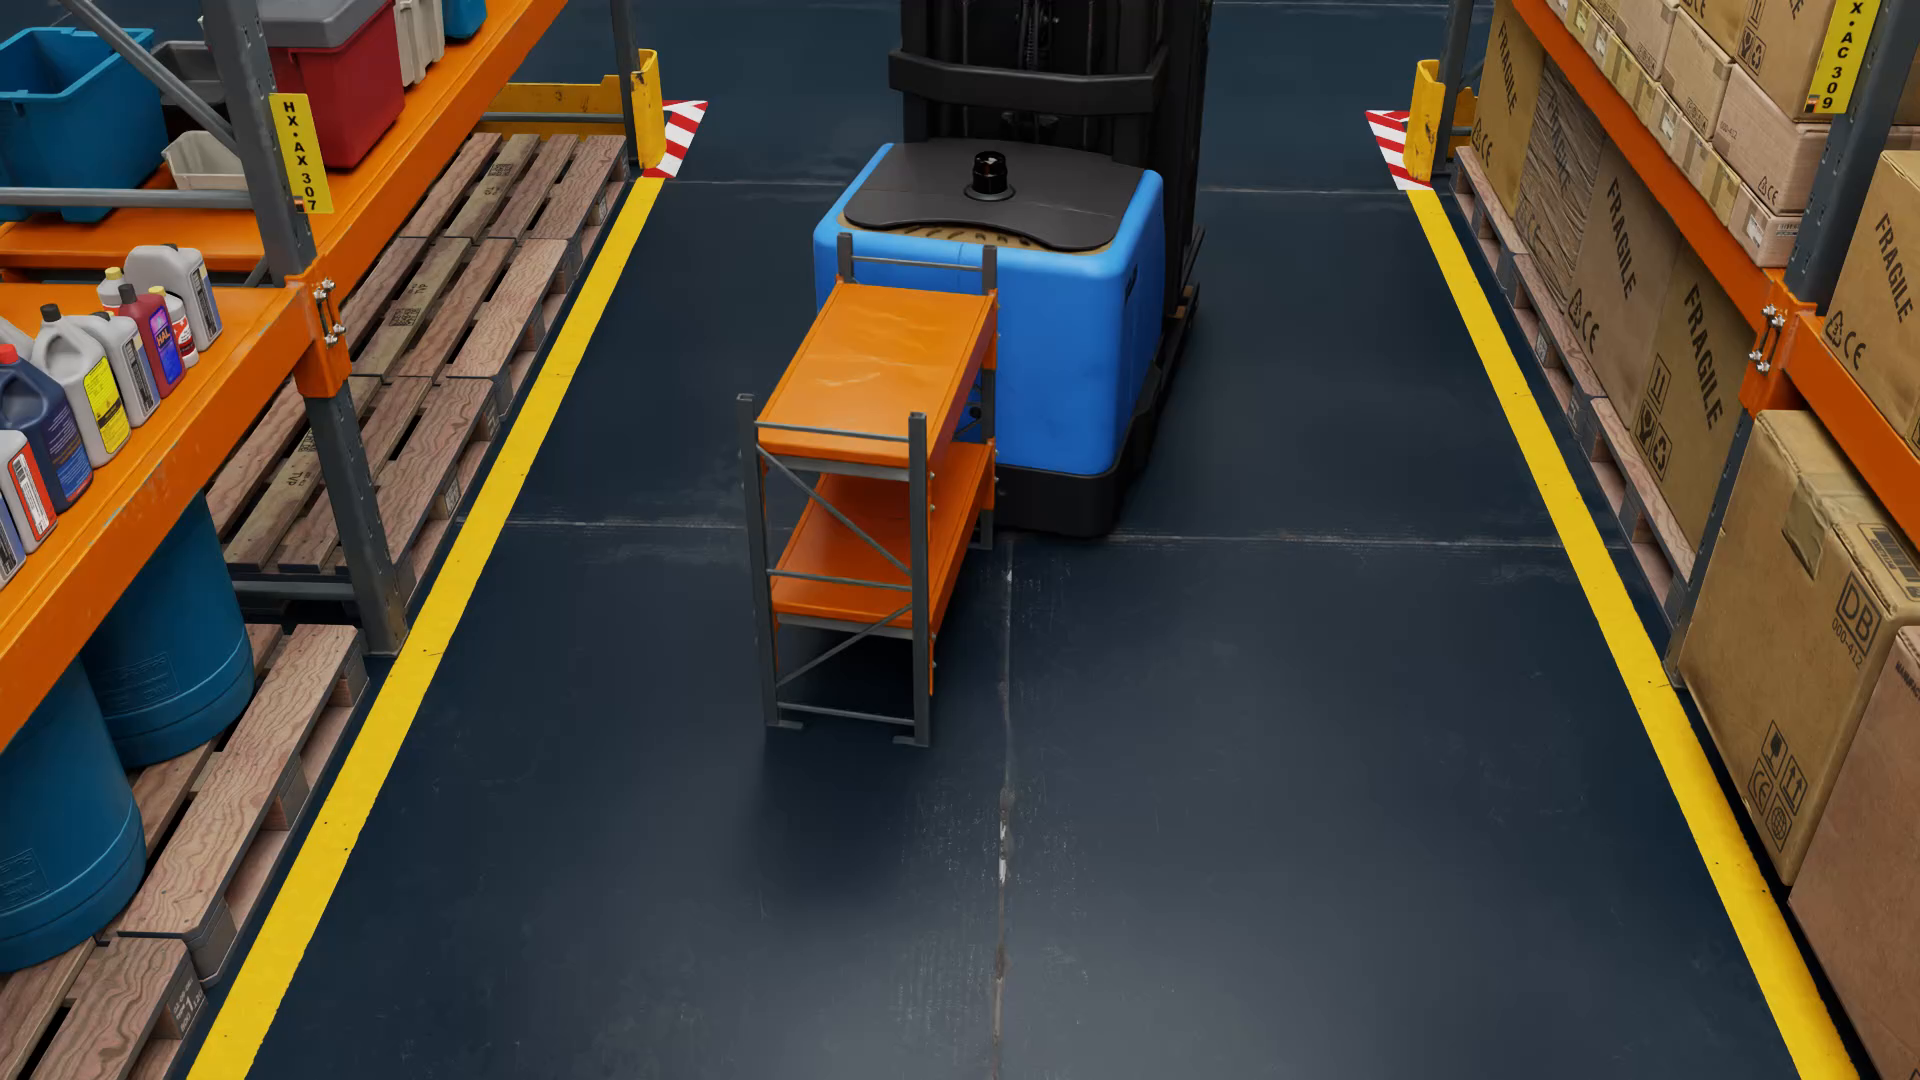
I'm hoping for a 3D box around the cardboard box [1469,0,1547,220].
[{"bbox_3d":[2.901,-2.020,7.498,0.875,0.875,0.875,1,35,2],"label":"cardboard box"}]

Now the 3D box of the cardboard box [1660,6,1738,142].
[{"bbox_3d":[2.460,-1.406,5.014,0.500,0.250,0.500,2,35,3],"label":"cardboard box"}]

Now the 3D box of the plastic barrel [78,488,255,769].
[{"bbox_3d":[-2.301,0.096,4.465,0.600,0.901,0.708,1,35,2],"label":"plastic barrel"}]

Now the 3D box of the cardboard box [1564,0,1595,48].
[{"bbox_3d":[2.443,-1.904,6.069,0.380,0.149,0.250,0,35,1],"label":"cardboard box"}]

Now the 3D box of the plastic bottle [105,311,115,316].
[{"bbox_3d":[-1.999,-0.446,3.948,0.097,0.201,0.097,0,35,0],"label":"plastic bottle"}]

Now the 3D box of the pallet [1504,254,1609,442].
[{"bbox_3d":[2.842,-0.786,6.685,1.003,0.211,1.213,1,35,2],"label":"pallet"}]

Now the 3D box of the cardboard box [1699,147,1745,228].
[{"bbox_3d":[2.382,-1.017,4.807,0.380,0.149,0.250,2,35,3],"label":"cardboard box"}]

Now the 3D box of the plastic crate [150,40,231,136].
[{"bbox_3d":[-2.486,-1.465,5.412,0.437,0.125,0.590,1,35,2],"label":"plastic crate"}]

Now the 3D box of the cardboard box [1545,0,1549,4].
[{"bbox_3d":[2.464,-2.198,6.487,0.380,0.149,0.250,1,35,1],"label":"cardboard box"}]

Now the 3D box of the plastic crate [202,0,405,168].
[{"bbox_3d":[-1.976,-1.461,5.113,0.402,0.464,0.583,1,35,2],"label":"plastic crate"}]

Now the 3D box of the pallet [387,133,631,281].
[{"bbox_3d":[-2.174,-1.588,7.825,1.003,0.211,1.213,1,35,2],"label":"pallet"}]

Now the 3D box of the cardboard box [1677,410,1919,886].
[{"bbox_3d":[2.681,0.277,4.230,1.225,0.875,0.875,1,35,2],"label":"cardboard box"}]

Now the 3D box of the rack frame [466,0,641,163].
[{"bbox_3d":[-2.102,-3.201,7.697,1.000,3.000,0.127,1,35,2],"label":"rack frame"}]

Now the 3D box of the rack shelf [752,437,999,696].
[{"bbox_3d":[-0.233,0.028,5.157,0.538,0.278,1.000,7,36,9],"label":"rack shelf"}]

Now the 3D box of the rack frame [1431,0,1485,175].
[{"bbox_3d":[2.847,-3.087,7.534,1.000,3.000,0.127,1,35,2],"label":"rack frame"}]

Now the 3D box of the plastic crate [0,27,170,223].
[{"bbox_3d":[-2.584,-1.197,4.807,0.392,0.384,0.575,1,35,2],"label":"plastic crate"}]

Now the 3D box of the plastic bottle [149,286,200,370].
[{"bbox_3d":[-1.933,-0.521,4.055,0.097,0.201,0.097,0,35,0],"label":"plastic bottle"}]

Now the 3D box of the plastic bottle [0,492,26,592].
[{"bbox_3d":[-1.996,-0.042,3.309,0.152,0.276,0.135,1,35,2],"label":"plastic bottle"}]

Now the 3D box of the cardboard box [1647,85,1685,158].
[{"bbox_3d":[2.402,-1.312,5.227,0.380,0.149,0.250,2,35,3],"label":"cardboard box"}]

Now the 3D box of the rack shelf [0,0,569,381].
[{"bbox_3d":[-2.182,-1.758,6.268,1.077,0.370,4.000,1,35,2],"label":"rack shelf"}]

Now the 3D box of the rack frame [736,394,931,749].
[{"bbox_3d":[-0.333,0.115,4.609,0.500,1.125,0.032,7,36,9],"label":"rack frame"}]

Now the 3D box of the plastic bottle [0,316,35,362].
[{"bbox_3d":[-2.116,-0.351,3.683,0.144,0.351,0.185,1,35,2],"label":"plastic bottle"}]

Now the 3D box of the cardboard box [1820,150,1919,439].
[{"bbox_3d":[2.418,-0.571,3.867,0.500,0.500,0.500,1,35,2],"label":"cardboard box"}]

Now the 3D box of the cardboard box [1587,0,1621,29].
[{"bbox_3d":[2.504,-1.991,5.845,0.500,0.250,0.500,1,35,1],"label":"cardboard box"}]

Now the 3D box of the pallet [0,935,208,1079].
[{"bbox_3d":[-2.381,1.383,3.599,1.003,0.211,1.213,1,35,2],"label":"pallet"}]

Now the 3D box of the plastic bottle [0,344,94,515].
[{"bbox_3d":[-1.980,-0.241,3.527,0.144,0.351,0.185,1,35,2],"label":"plastic bottle"}]

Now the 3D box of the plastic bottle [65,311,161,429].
[{"bbox_3d":[-1.970,-0.409,3.831,0.152,0.276,0.135,1,35,2],"label":"plastic bottle"}]

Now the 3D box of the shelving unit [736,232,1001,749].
[{"bbox_3d":[-0.233,-0.172,5.016,0.538,1.125,1.048,7,36,9],"label":"shelving unit"}]

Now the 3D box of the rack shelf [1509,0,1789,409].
[{"bbox_3d":[2.767,-1.644,6.106,1.077,0.370,4.000,1,35,2],"label":"rack shelf"}]

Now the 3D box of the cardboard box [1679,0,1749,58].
[{"bbox_3d":[2.462,-1.714,4.800,0.500,0.500,0.500,2,35,2],"label":"cardboard box"}]

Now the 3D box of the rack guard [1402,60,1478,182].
[{"bbox_3d":[2.848,-2.078,8.272,1.175,0.500,0.348,1,35,2],"label":"rack guard"}]

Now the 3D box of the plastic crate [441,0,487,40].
[{"bbox_3d":[-1.928,-1.972,6.040,0.416,0.233,0.300,1,35,2],"label":"plastic crate"}]

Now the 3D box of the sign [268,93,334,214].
[{"bbox_3d":[-1.713,-1.003,4.327,0.100,0.325,0.005,1,35,2],"label":"sign"}]

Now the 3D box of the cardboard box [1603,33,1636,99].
[{"bbox_3d":[2.423,-1.607,5.647,0.380,0.149,0.250,1,35,1],"label":"cardboard box"}]

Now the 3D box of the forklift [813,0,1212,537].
[{"bbox_3d":[0.389,-2.055,6.126,1.130,2.935,3.031,9,36,12],"label":"forklift"}]

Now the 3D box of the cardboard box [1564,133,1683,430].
[{"bbox_3d":[2.829,-0.986,6.027,0.875,0.875,0.875,1,35,2],"label":"cardboard box"}]

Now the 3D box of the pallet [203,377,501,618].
[{"bbox_3d":[-2.272,-0.186,5.831,1.003,0.211,1.213,1,35,2],"label":"pallet"}]
